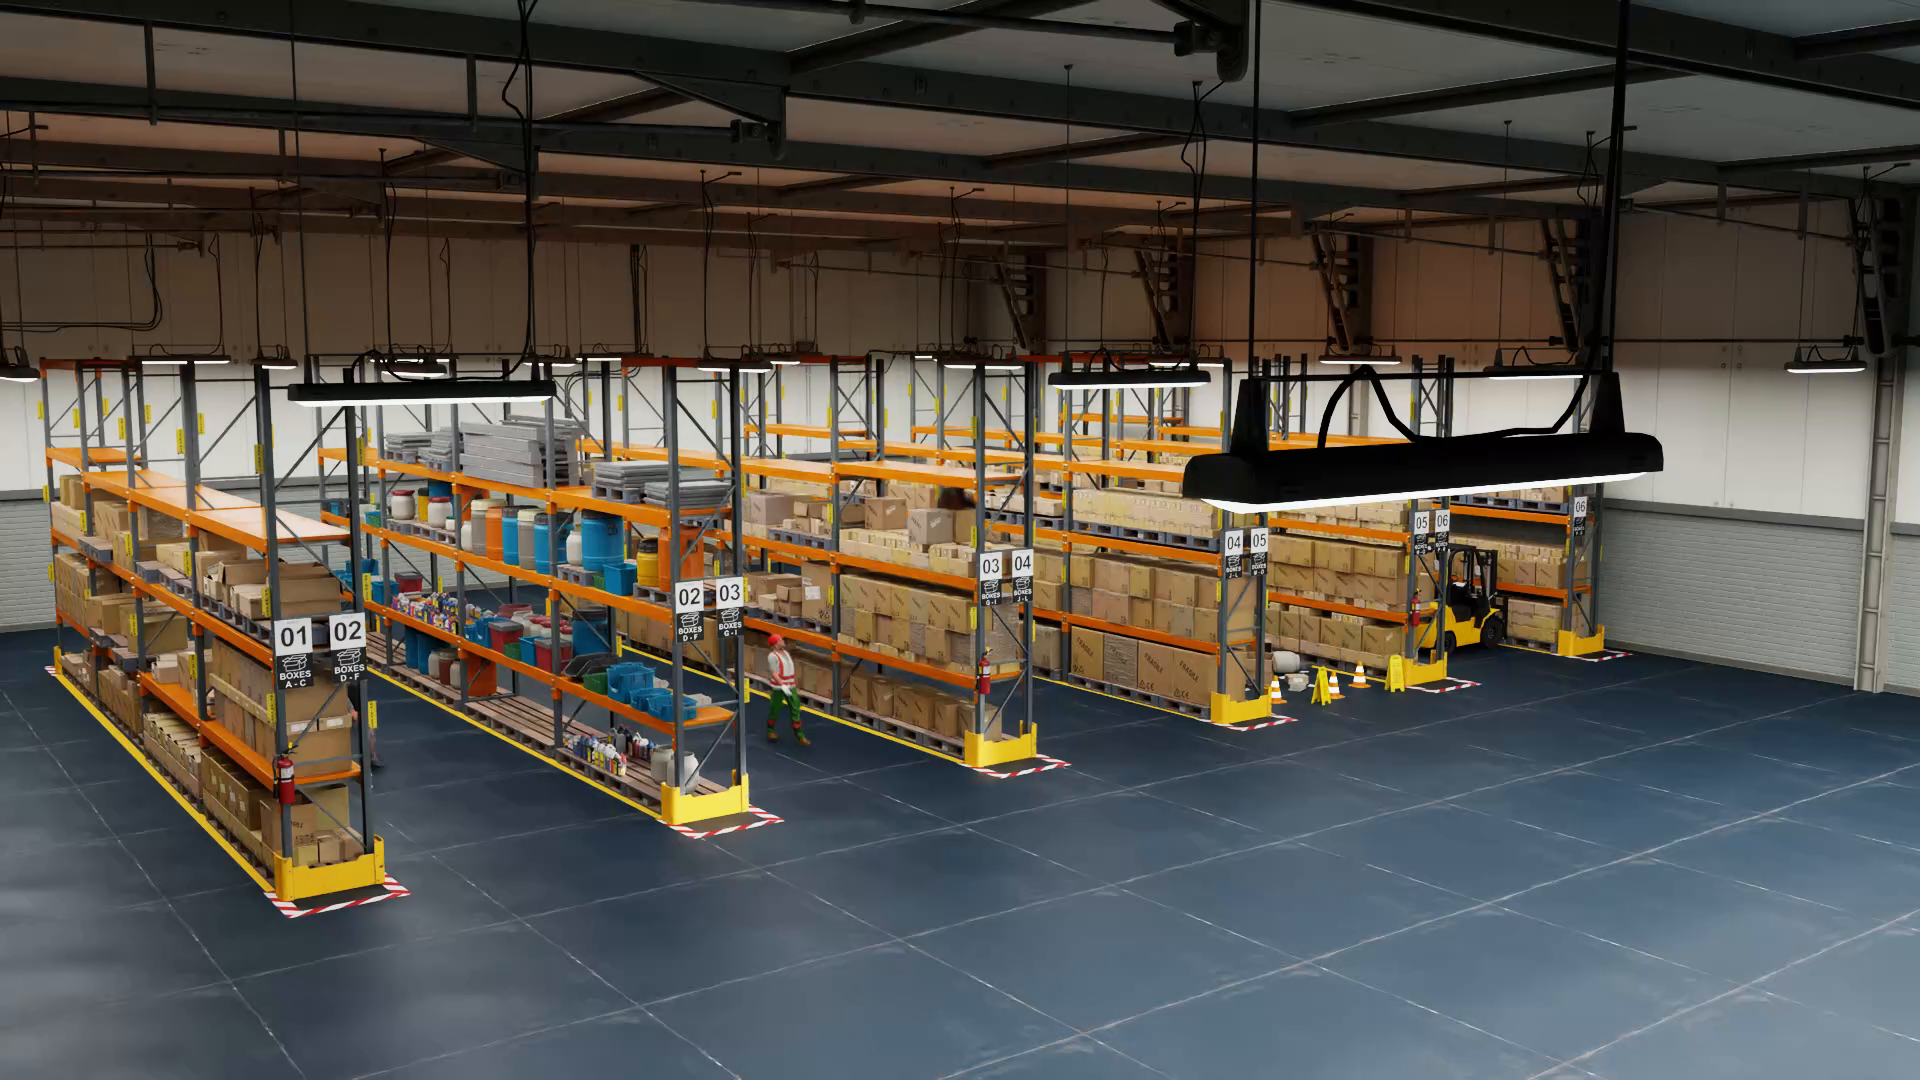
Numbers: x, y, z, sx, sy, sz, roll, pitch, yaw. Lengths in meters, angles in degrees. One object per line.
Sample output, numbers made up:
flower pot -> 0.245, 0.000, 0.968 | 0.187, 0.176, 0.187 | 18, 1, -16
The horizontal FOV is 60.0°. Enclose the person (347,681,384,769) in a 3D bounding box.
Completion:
person -> -8.946, 2.552, 24.611 | 0.486, 1.681, 1.006 | -7, 9, -43

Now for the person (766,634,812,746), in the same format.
person -> -2.746, 2.333, 26.056 | 0.507, 1.723, 0.975 | -6, 9, -39
